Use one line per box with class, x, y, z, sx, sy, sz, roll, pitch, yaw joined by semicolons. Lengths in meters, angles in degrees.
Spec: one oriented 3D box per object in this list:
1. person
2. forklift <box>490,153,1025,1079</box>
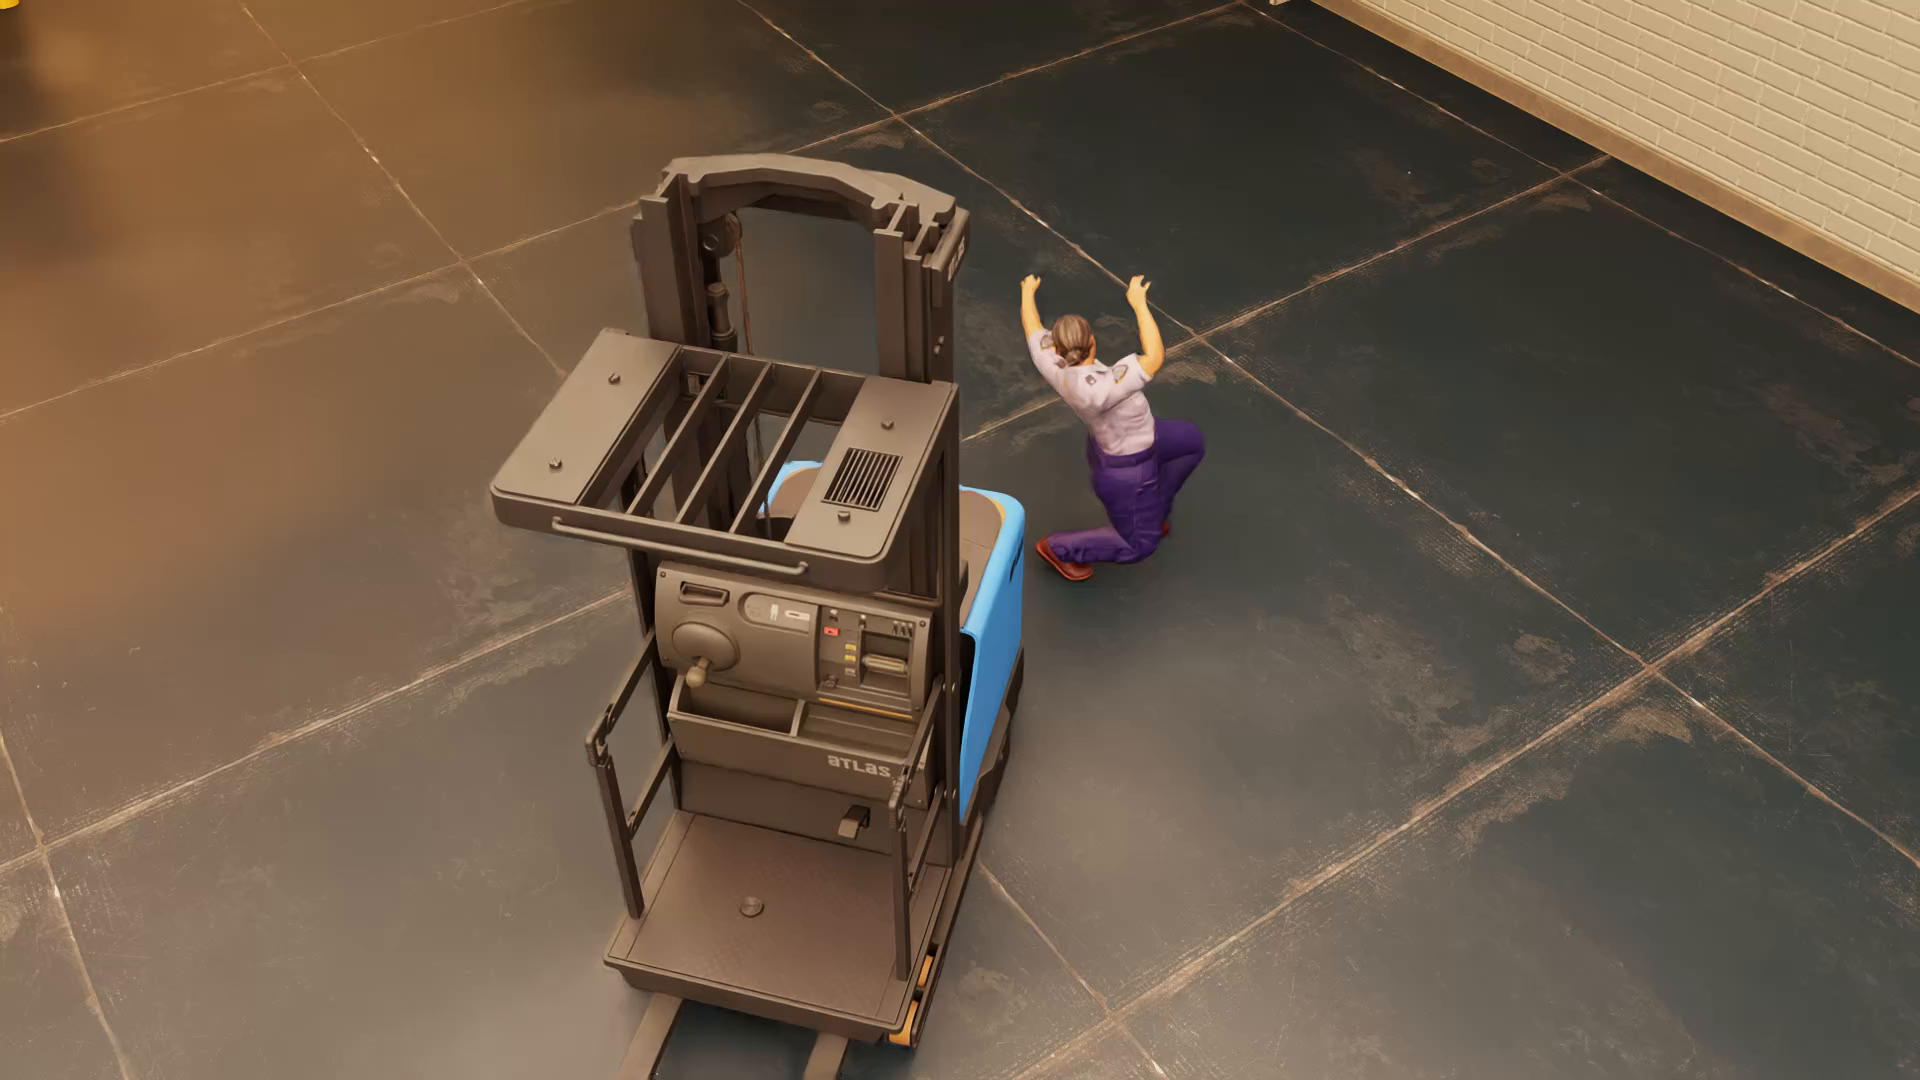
person;0.705;-0.616;7.486;0.815;1.509;1.021;-7;43;-7
forklift;-0.603;0.422;5.257;1.130;2.935;3.031;10;44;11
